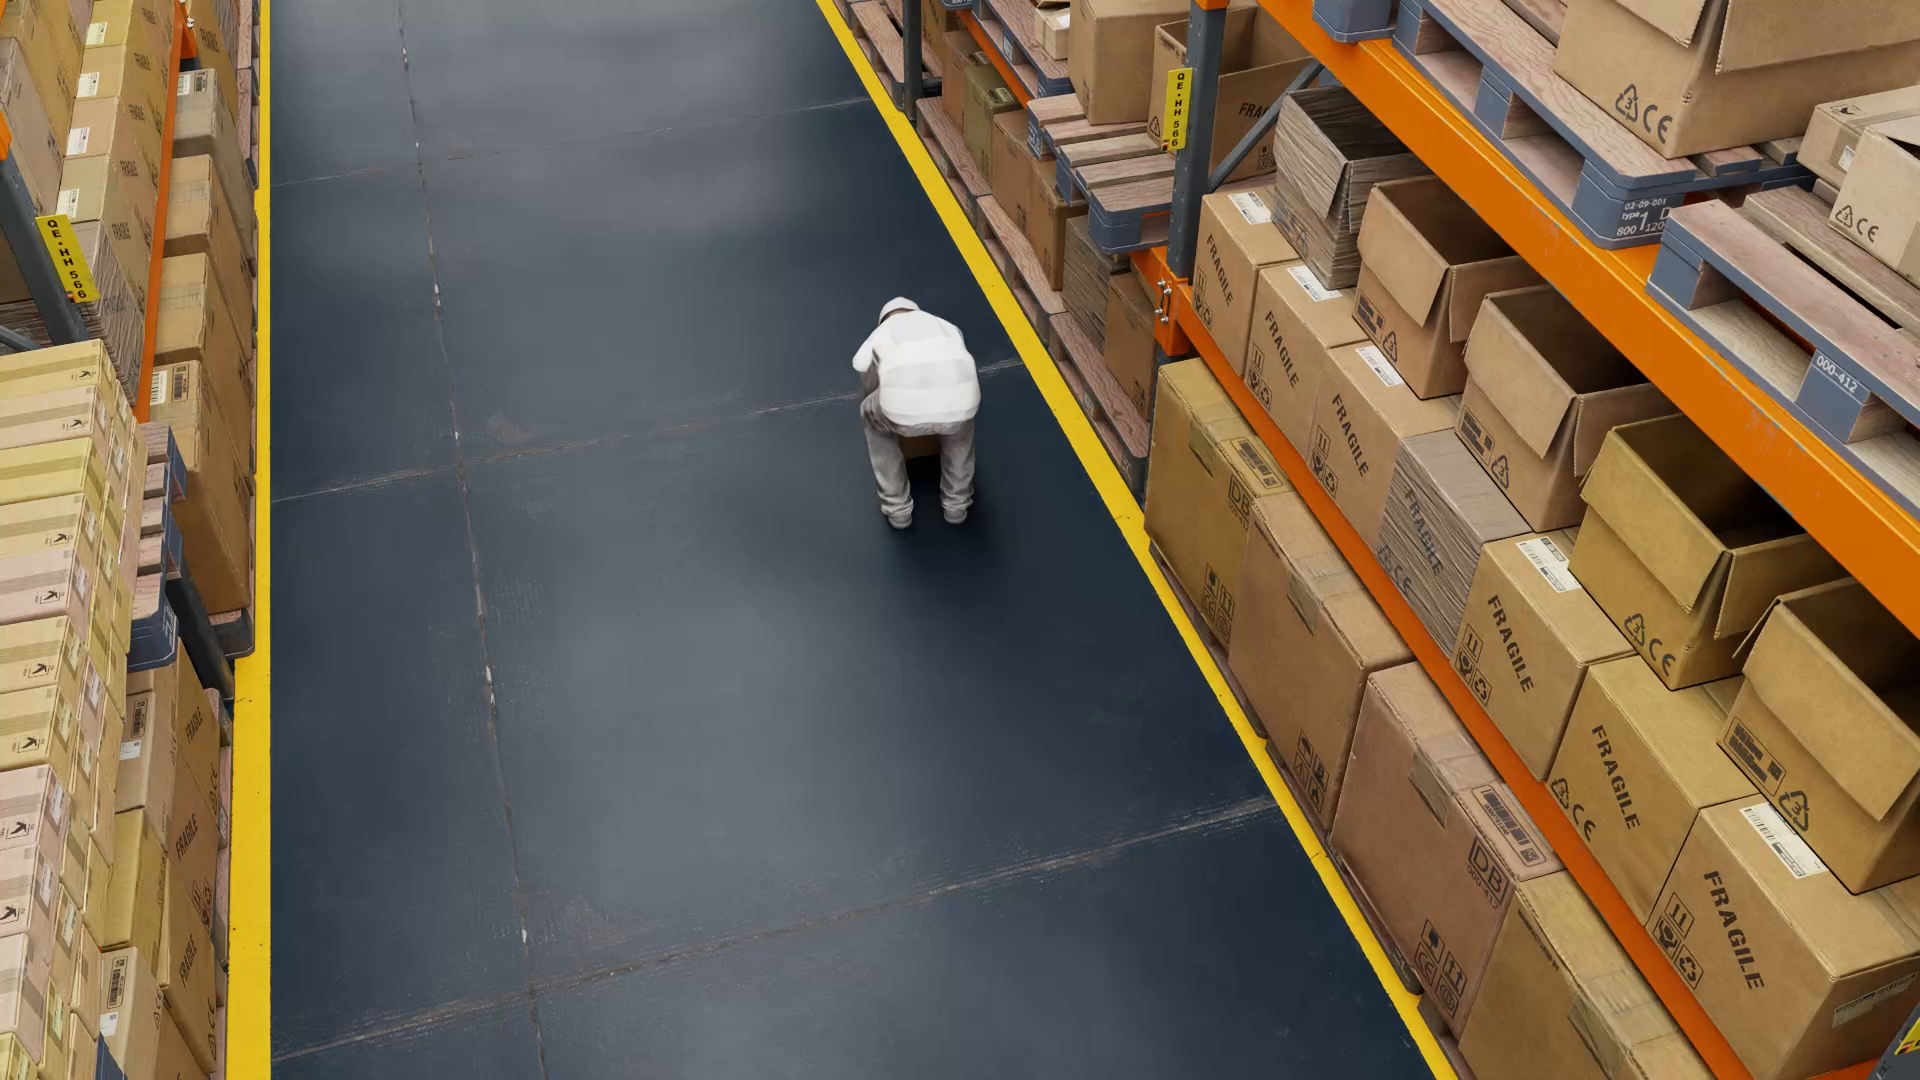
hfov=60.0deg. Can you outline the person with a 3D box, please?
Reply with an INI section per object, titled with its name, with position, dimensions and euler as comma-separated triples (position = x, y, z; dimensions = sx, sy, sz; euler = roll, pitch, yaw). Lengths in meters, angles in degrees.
[person]
position = -0.195, -0.612, 7.453
dimensions = 0.532, 0.946, 0.981
euler = -7, 42, -8
